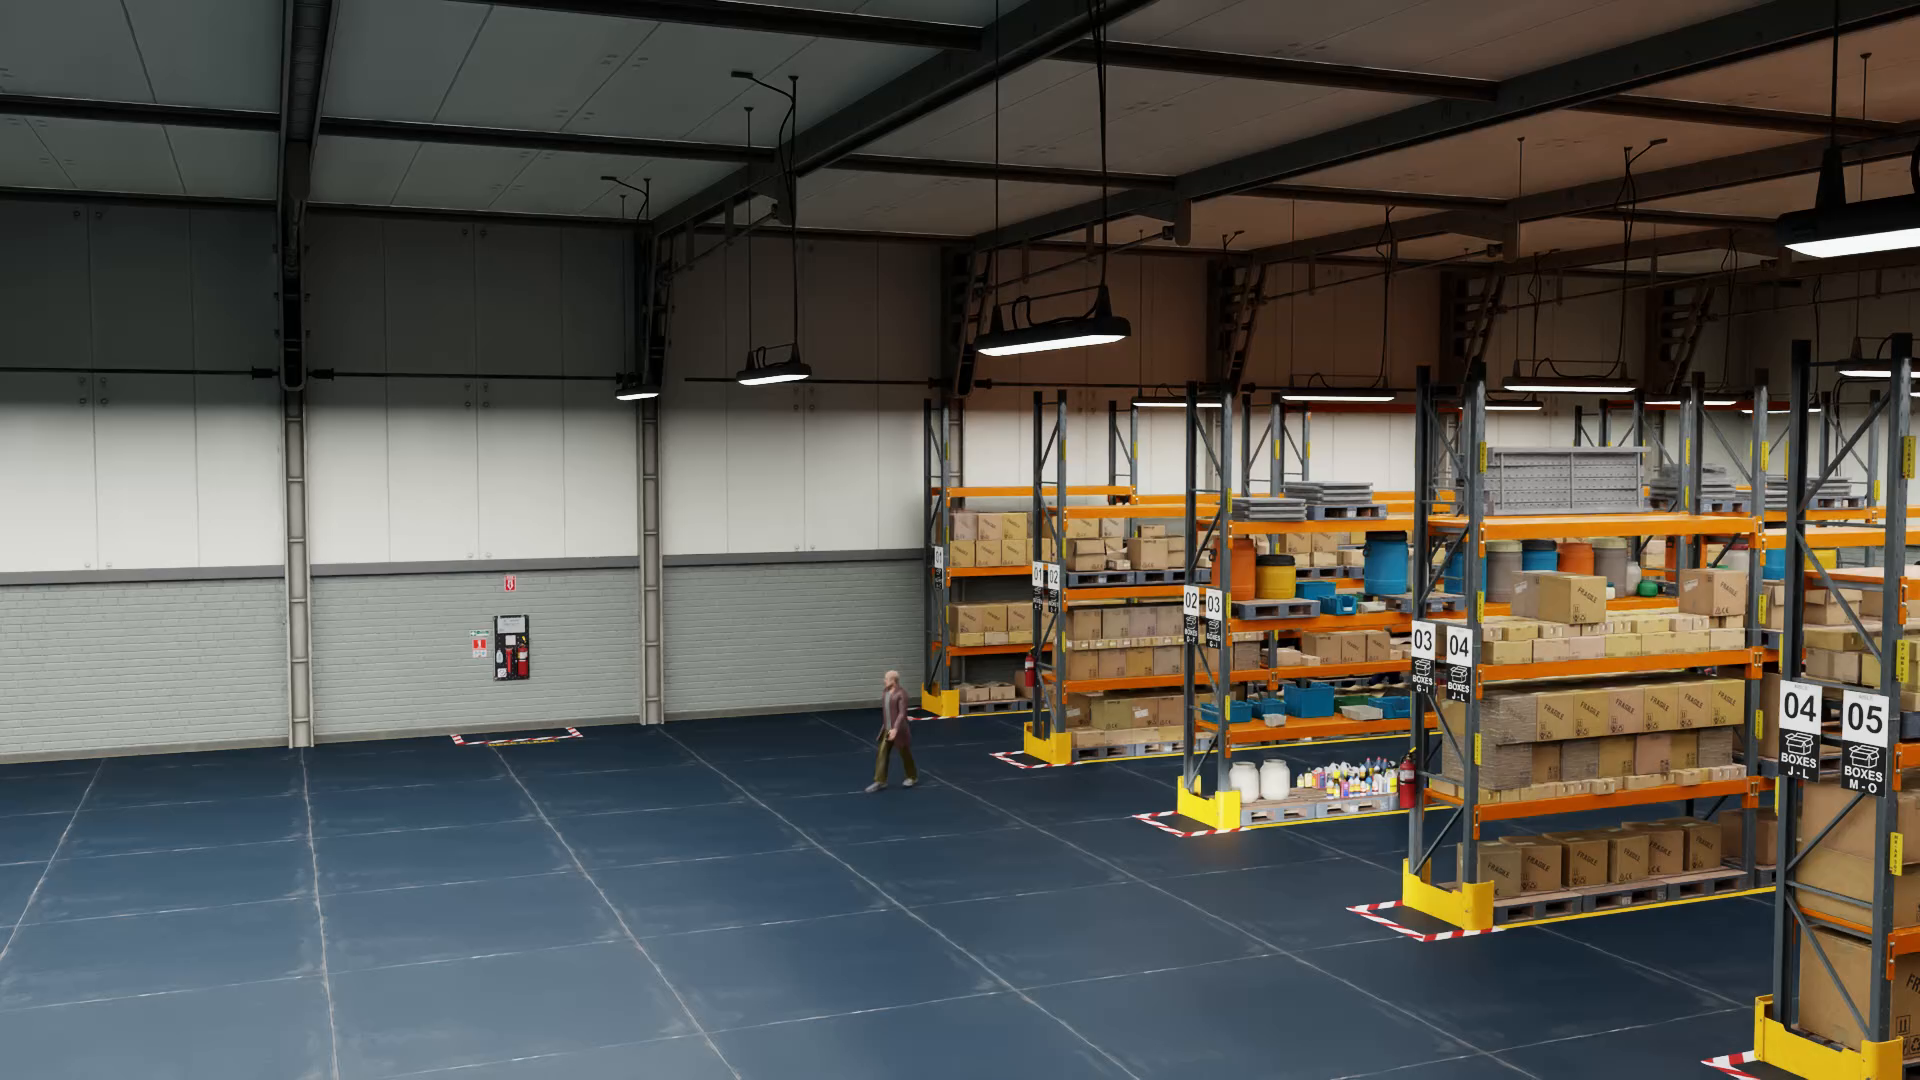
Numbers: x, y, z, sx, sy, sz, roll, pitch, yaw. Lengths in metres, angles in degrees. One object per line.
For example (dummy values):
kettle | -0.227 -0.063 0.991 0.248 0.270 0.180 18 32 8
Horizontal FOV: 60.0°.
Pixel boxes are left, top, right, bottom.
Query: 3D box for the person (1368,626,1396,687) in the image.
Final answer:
person | 8.225 2.456 32.206 0.987 1.592 0.495 -2 4 -26

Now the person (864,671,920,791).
person | -1.018 2.916 24.722 0.991 1.548 0.605 -3 4 -41
